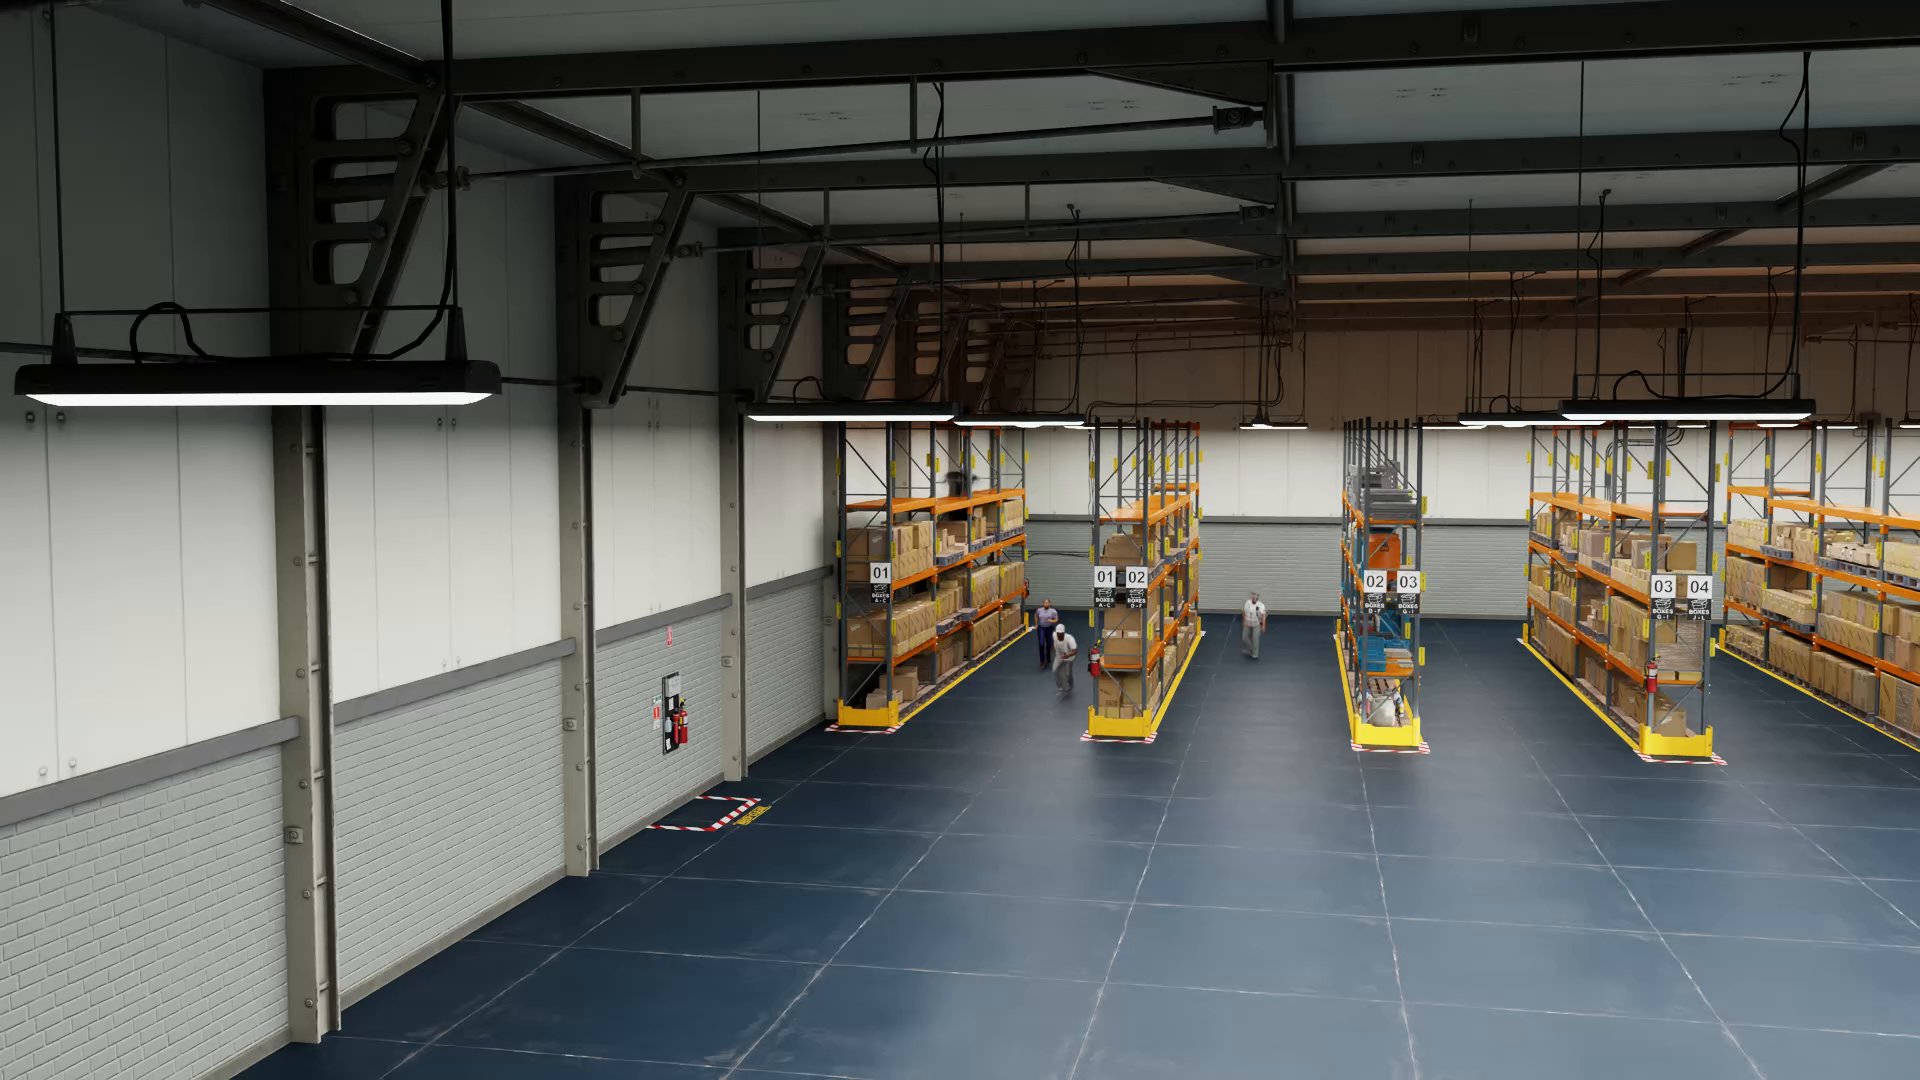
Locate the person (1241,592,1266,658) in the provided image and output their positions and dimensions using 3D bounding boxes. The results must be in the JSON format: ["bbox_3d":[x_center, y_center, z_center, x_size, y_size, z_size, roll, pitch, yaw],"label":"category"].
[{"bbox_3d":[7.439,2.143,42.137,0.718,1.700,0.620,2,4,29],"label":"person"}]

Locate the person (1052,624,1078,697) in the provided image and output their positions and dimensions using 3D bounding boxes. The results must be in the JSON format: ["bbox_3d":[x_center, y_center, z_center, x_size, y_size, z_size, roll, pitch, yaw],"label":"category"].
[{"bbox_3d":[2.287,2.567,36.026,0.726,1.591,1.081,2,4,26],"label":"person"}]

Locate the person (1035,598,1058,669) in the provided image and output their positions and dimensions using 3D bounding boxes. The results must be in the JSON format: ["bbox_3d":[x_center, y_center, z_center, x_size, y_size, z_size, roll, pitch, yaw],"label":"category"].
[{"bbox_3d":[2.114,2.267,40.617,0.557,1.707,0.824,0,4,0],"label":"person"}]
